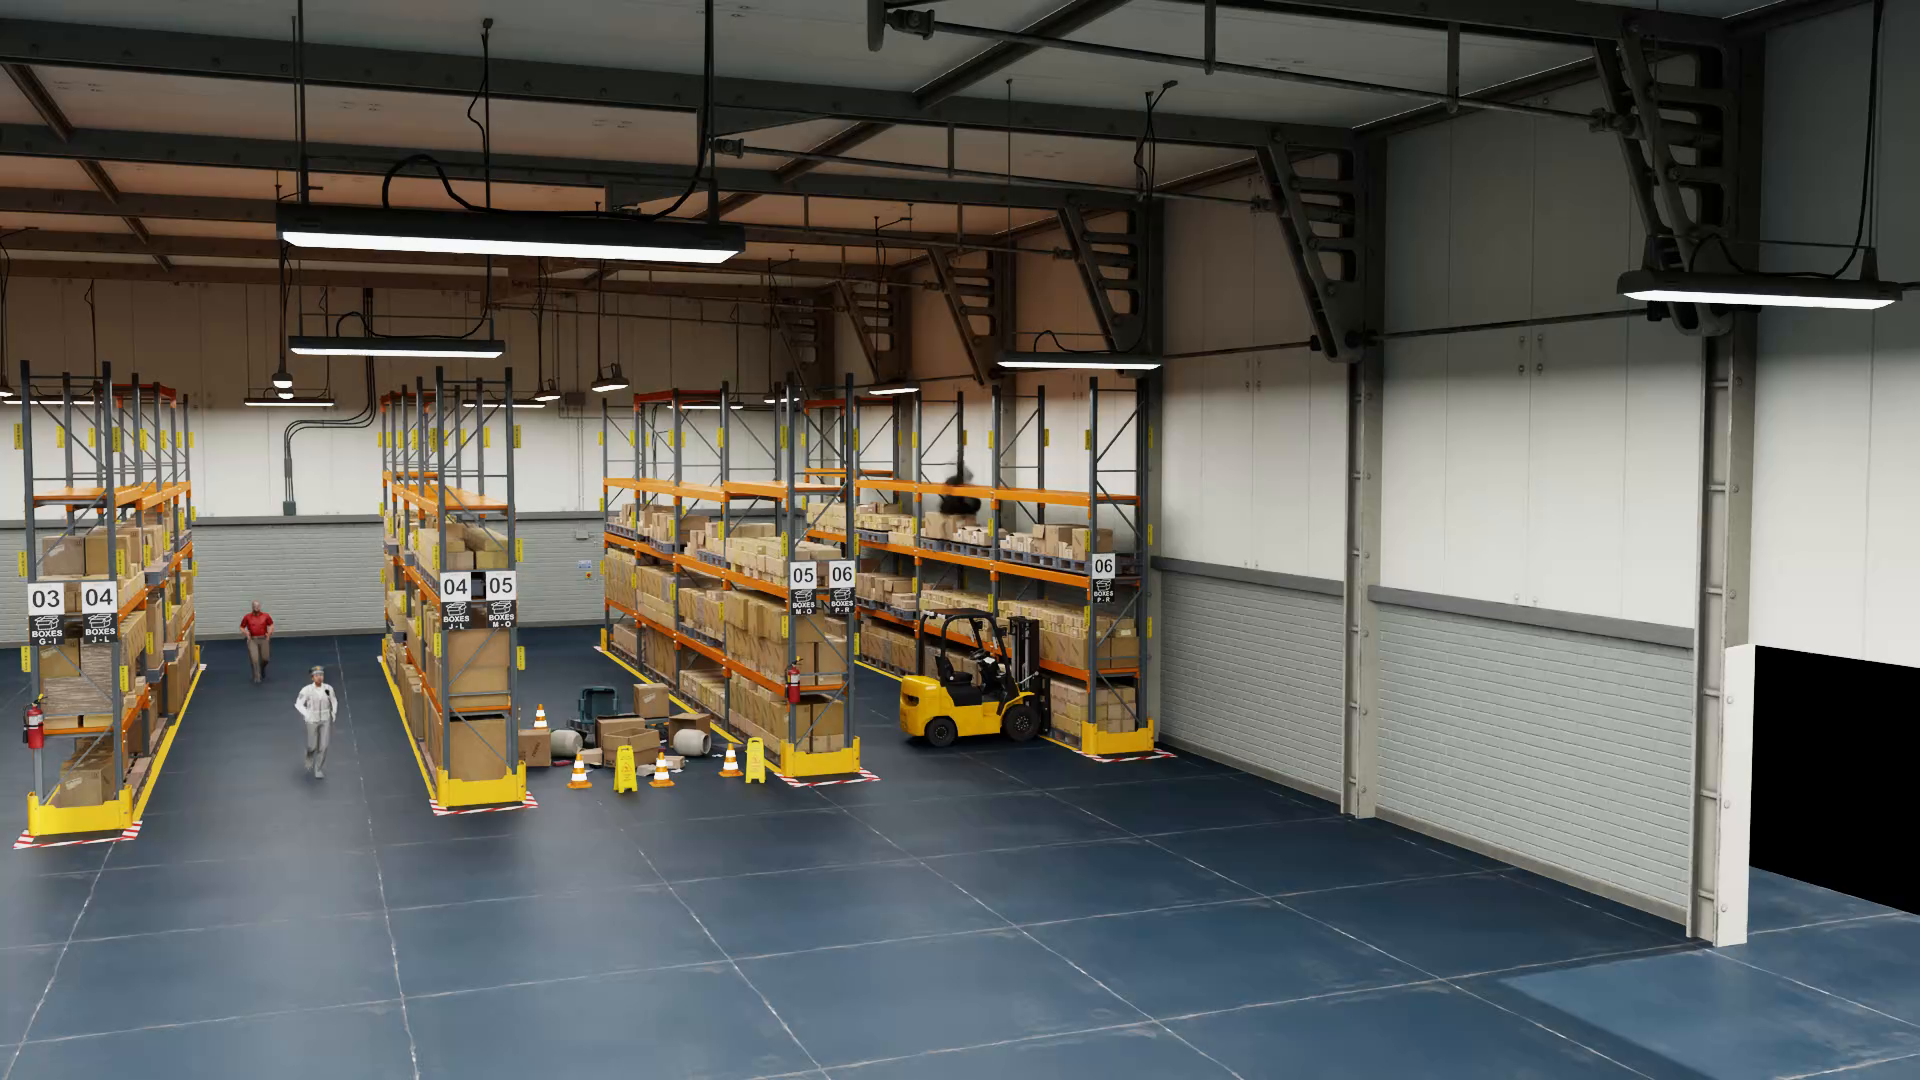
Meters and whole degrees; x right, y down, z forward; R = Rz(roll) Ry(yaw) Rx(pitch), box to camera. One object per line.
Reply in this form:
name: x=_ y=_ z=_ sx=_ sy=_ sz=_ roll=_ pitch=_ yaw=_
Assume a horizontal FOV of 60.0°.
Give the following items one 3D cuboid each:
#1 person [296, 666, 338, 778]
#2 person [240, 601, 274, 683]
person: x=-9.552 y=2.686 z=24.742 sx=0.605 sy=1.653 sz=0.540 roll=-2 pitch=4 yaw=-34
person: x=-14.482 y=2.100 z=34.284 sx=0.658 sy=1.674 sz=0.620 roll=-2 pitch=4 yaw=-27
